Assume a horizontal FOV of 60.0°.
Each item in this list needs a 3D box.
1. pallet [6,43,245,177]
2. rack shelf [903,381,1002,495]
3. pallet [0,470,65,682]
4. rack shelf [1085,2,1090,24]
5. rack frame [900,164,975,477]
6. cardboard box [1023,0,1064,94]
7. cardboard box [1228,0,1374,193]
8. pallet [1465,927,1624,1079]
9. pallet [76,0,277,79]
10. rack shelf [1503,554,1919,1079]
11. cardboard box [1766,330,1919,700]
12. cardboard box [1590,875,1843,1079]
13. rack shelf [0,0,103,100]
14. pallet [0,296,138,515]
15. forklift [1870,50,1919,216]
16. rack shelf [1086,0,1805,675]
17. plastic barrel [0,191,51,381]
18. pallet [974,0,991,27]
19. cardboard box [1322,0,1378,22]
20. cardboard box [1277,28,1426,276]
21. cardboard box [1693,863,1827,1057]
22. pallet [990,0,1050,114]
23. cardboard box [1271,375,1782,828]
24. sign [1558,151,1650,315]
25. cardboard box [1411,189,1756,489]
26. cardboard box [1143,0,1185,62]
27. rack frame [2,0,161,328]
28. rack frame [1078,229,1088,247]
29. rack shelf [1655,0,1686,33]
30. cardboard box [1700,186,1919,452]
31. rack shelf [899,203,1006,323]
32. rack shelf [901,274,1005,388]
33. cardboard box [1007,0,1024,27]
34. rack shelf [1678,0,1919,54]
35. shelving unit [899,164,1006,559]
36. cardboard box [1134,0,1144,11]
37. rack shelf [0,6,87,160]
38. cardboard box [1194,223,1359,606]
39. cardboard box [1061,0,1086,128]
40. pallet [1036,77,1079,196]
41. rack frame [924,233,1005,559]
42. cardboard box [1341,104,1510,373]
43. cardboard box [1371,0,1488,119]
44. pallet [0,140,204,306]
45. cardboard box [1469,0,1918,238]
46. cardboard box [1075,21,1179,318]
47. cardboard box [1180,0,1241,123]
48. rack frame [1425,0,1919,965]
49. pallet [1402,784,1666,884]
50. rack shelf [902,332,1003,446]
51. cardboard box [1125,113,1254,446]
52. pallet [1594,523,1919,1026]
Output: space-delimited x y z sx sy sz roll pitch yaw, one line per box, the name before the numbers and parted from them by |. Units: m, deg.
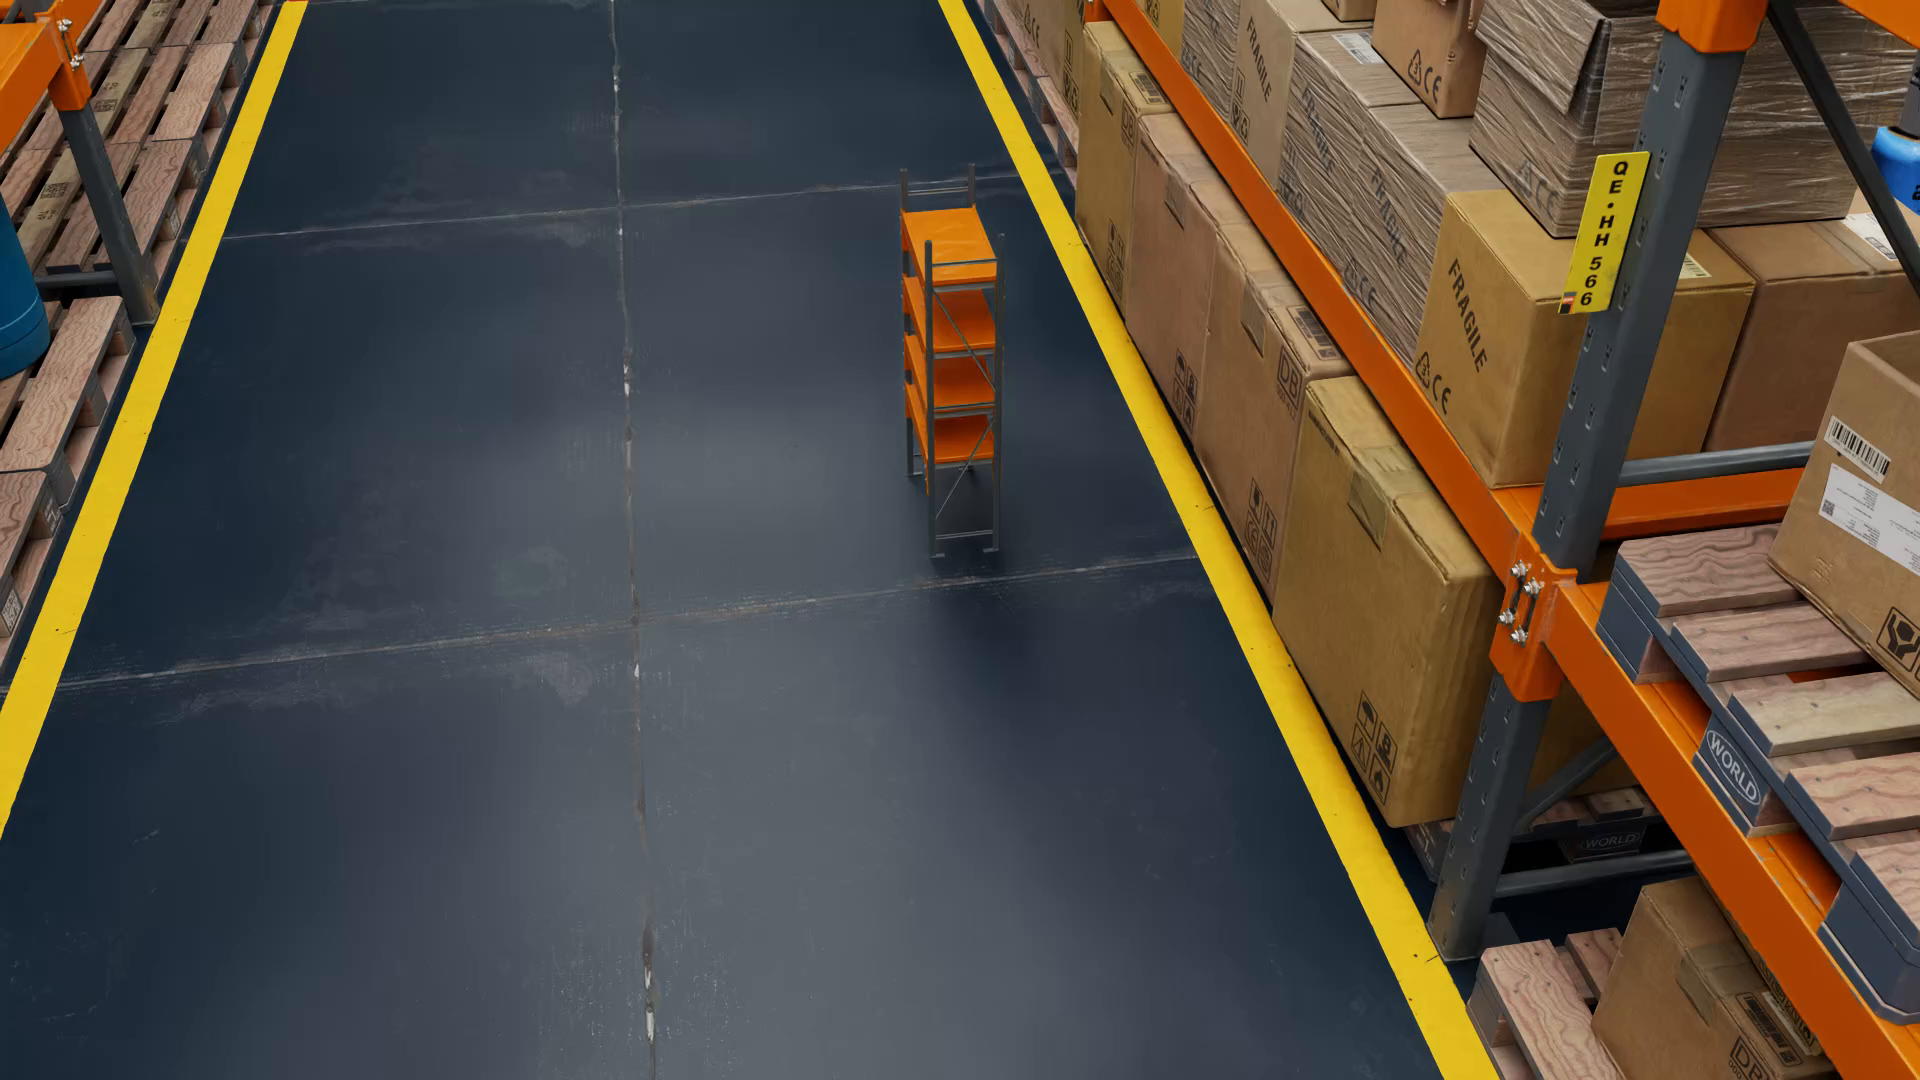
pallet | -4.222 -2.131 8.321 1.003 0.211 1.213 -6 38 -8
rack shelf | -0.029 -0.364 5.674 0.258 0.148 0.480 -6 38 -8
pallet | -3.526 0.257 5.248 1.003 0.211 1.213 -6 38 -8
rack shelf | 0.688 -3.510 8.410 1.077 0.370 4.000 -6 38 -8
rack frame | -0.072 -0.721 5.700 0.240 1.200 0.015 -6 38 -8
cardboard box | 0.844 -2.864 8.381 0.875 0.875 0.875 -6 38 -8
cardboard box | 1.145 -1.404 5.030 0.500 0.500 0.500 -6 38 -7
pallet | 1.876 1.403 3.772 1.003 0.211 1.213 -6 38 -8
pallet | -4.432 -2.866 9.267 1.003 0.211 1.213 -6 38 -8
rack shelf | 2.091 1.322 2.190 1.077 0.370 4.000 -6 38 -8
cardboard box | 1.874 -0.054 2.950 0.500 0.500 0.500 -11 39 -14
cardboard box | 1.877 1.046 3.638 0.700 0.500 0.500 -8 39 -10
rack shelf | -4.188 -2.977 7.724 1.077 0.370 4.000 -6 38 -8
pallet | -3.743 -0.482 6.198 1.003 0.211 1.213 -6 38 -8
forklift | 4.686 -2.020 5.961 3.031 2.935 1.130 -2 38 -3
rack shelf | 1.389 -1.094 5.300 1.077 0.370 4.000 -6 38 -8
plastic barrel | -3.759 -1.060 6.038 0.600 0.901 0.708 -6 38 -8
pallet | 0.555 -3.427 9.989 1.003 0.211 1.213 -6 38 -8
cardboard box | 1.392 -1.848 4.784 0.797 0.503 0.637 -5 38 -6
cardboard box | 1.234 -1.096 4.635 0.500 0.500 0.500 -7 38 -9
cardboard box | 1.887 0.748 3.409 0.500 0.250 0.500 -5 38 -6
pallet | 0.765 -2.691 9.042 1.003 0.211 1.213 -6 38 -8
cardboard box | 1.640 0.084 4.587 1.225 0.875 0.875 -8 39 -10
sign | 1.194 -0.566 3.090 0.100 0.325 0.005 -6 38 -8
cardboard box | 1.410 -0.481 3.843 0.500 0.500 0.500 -5 38 -7
cardboard box | 0.962 -2.017 5.820 0.500 0.500 0.500 -6 38 -8
rack frame | -3.838 -2.054 5.948 1.000 3.000 0.127 -6 38 -8
rack frame | 1.039 -2.586 6.634 1.000 3.000 0.127 -6 38 -8
rack shelf | 1.389 -2.279 4.380 1.077 0.370 4.000 -6 38 -8
cardboard box | 1.923 -0.533 3.909 0.500 0.500 0.500 -5 38 -7
rack shelf | -0.029 -0.884 5.270 0.258 0.148 0.480 -6 38 -8
rack shelf | -0.029 -0.697 5.415 0.258 0.148 0.480 -6 38 -8
cardboard box | 0.688 -3.401 9.073 0.875 0.875 0.875 -6 38 -8
rack shelf | 2.091 0.137 1.270 1.077 0.370 4.000 -6 38 -8
shelving unit | -0.029 -0.574 5.511 0.258 1.200 0.503 -6 38 -8
cardboard box | 0.873 -2.321 6.211 0.500 0.500 0.500 -6 38 -8
rack shelf | -3.487 -0.561 4.614 1.077 0.370 4.000 -6 38 -8
cardboard box | 1.491 -0.455 5.281 1.225 0.875 0.875 -6 38 -8
cardboard box | 1.002 -2.320 7.681 0.875 0.875 0.875 -6 38 -8
pallet | 0.982 -1.953 8.092 1.003 0.211 1.213 -6 38 -8
rack frame | 0.014 -0.426 5.321 0.240 1.200 0.015 -6 38 -8
cardboard box | 1.328 -0.783 4.231 0.500 0.500 0.500 -7 38 -8
cardboard box | 1.516 -1.443 4.263 0.797 0.503 0.637 -5 38 -7
pallet | -4.005 -1.392 7.370 1.003 0.211 1.213 -6 38 -8
cardboard box | 1.628 -1.049 3.756 0.797 0.503 0.637 -5 38 -6
cardboard box | 1.171 -1.529 6.662 1.225 0.875 0.875 -6 38 -8
cardboard box | 1.050 -1.715 5.431 0.500 0.500 0.500 -7 38 -9
rack frame | 1.740 -0.170 3.524 1.000 3.000 0.127 -6 38 -8
pallet | 1.676 0.447 5.003 1.003 0.211 1.213 -6 38 -8
rack shelf | -0.029 -0.521 5.552 0.258 0.148 0.480 -6 38 -8
cardboard box | 1.328 -0.989 5.968 1.225 0.875 0.875 -7 38 -10
pallet | 1.970 0.324 3.044 1.213 0.211 1.003 -6 38 -8
